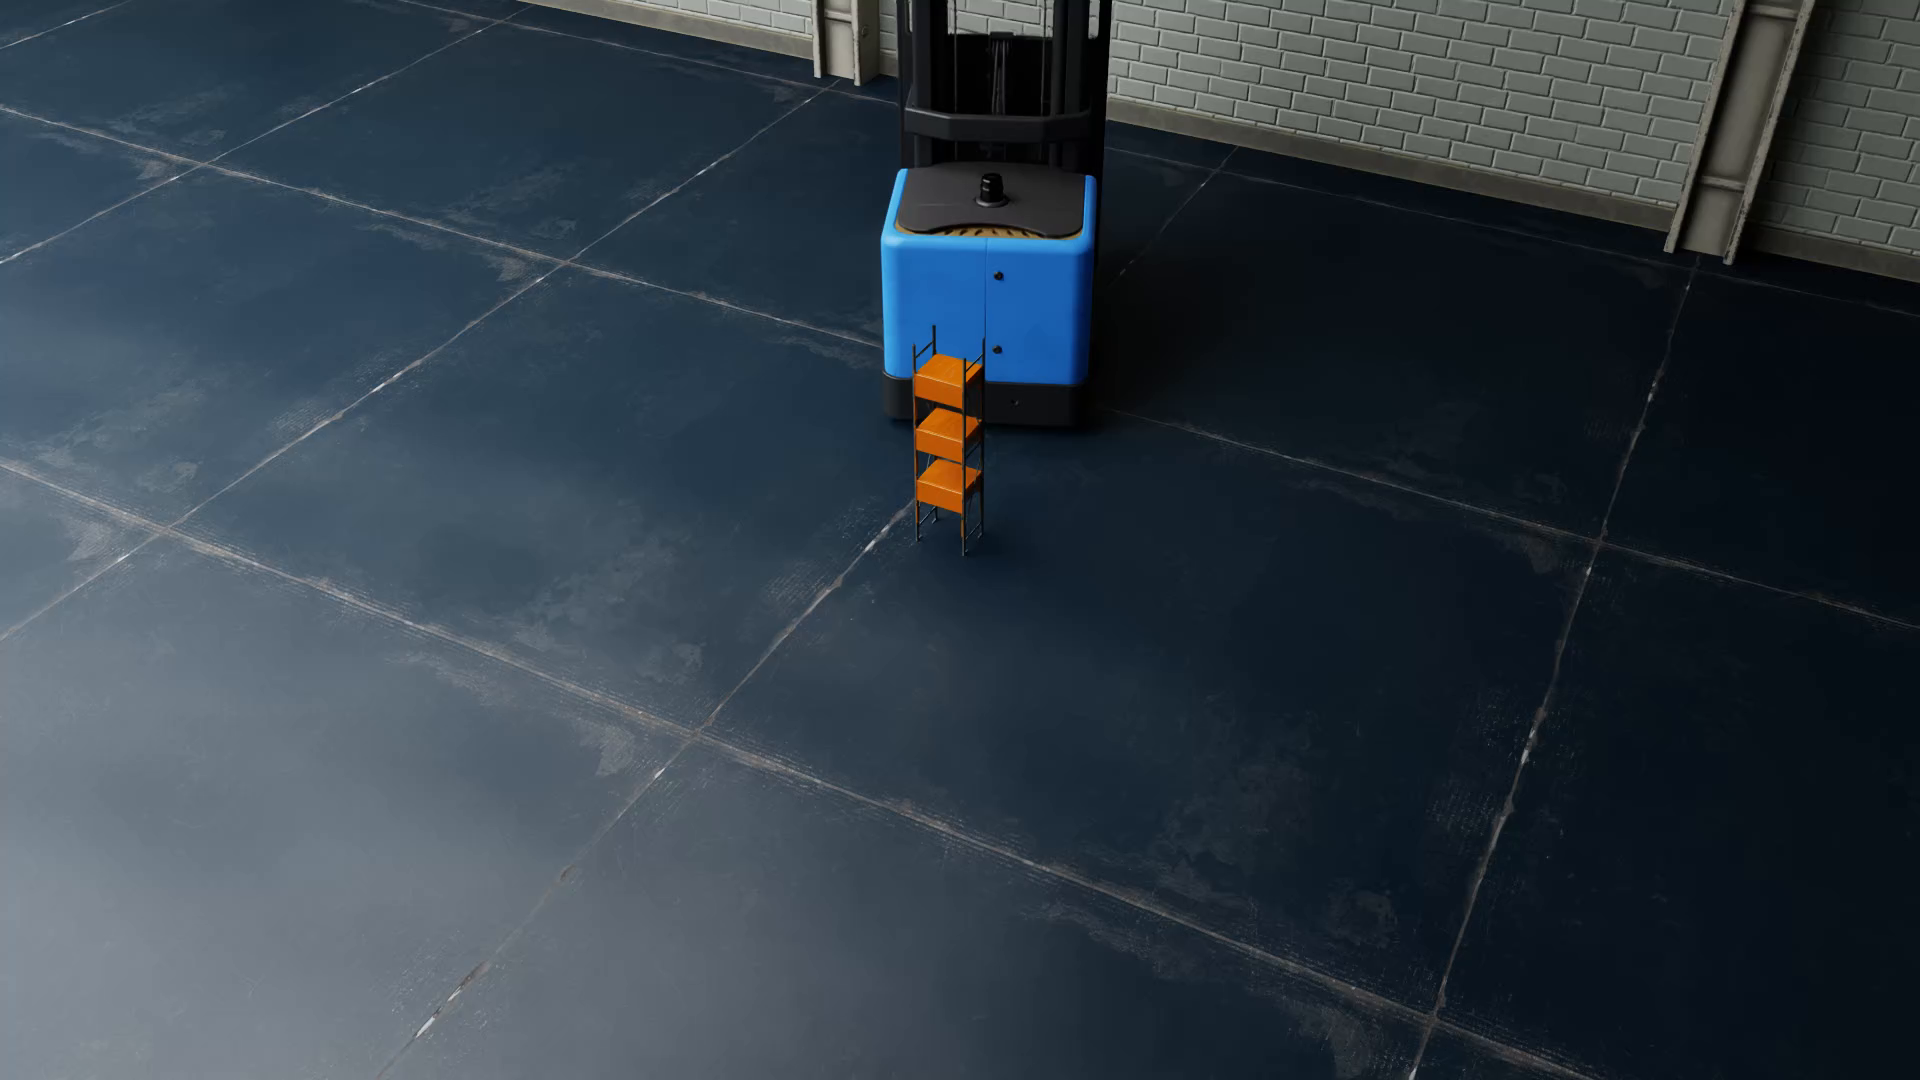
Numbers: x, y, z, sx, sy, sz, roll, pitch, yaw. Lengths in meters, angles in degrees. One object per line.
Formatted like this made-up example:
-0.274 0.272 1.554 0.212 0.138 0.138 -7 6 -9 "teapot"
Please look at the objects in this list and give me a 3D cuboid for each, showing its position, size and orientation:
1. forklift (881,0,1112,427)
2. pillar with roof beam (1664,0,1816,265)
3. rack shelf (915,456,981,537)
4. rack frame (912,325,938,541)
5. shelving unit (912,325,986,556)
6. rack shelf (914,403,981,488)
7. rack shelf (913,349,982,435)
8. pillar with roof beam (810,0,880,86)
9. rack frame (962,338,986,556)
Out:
0.243 -2.614 8.770 1.130 2.935 3.031 3 37 4 "forklift"
2.519 -3.046 4.321 0.400 9.000 9.100 17 41 21 "pillar with roof beam"
-0.048 -0.203 7.627 0.240 0.259 0.215 17 41 21 "rack shelf"
-0.156 -0.467 7.497 0.008 1.050 0.200 17 41 21 "rack frame"
-0.048 -0.433 7.452 0.252 1.050 0.215 17 41 21 "shelving unit"
-0.047 -0.425 7.459 0.240 0.259 0.215 17 41 21 "rack shelf"
-0.047 -0.651 7.287 0.240 0.259 0.215 17 41 21 "rack shelf"
-2.809 -4.715 6.518 0.400 9.000 9.100 17 41 21 "pillar with roof beam"
0.061 -0.399 7.407 0.008 1.050 0.200 17 41 21 "rack frame"
